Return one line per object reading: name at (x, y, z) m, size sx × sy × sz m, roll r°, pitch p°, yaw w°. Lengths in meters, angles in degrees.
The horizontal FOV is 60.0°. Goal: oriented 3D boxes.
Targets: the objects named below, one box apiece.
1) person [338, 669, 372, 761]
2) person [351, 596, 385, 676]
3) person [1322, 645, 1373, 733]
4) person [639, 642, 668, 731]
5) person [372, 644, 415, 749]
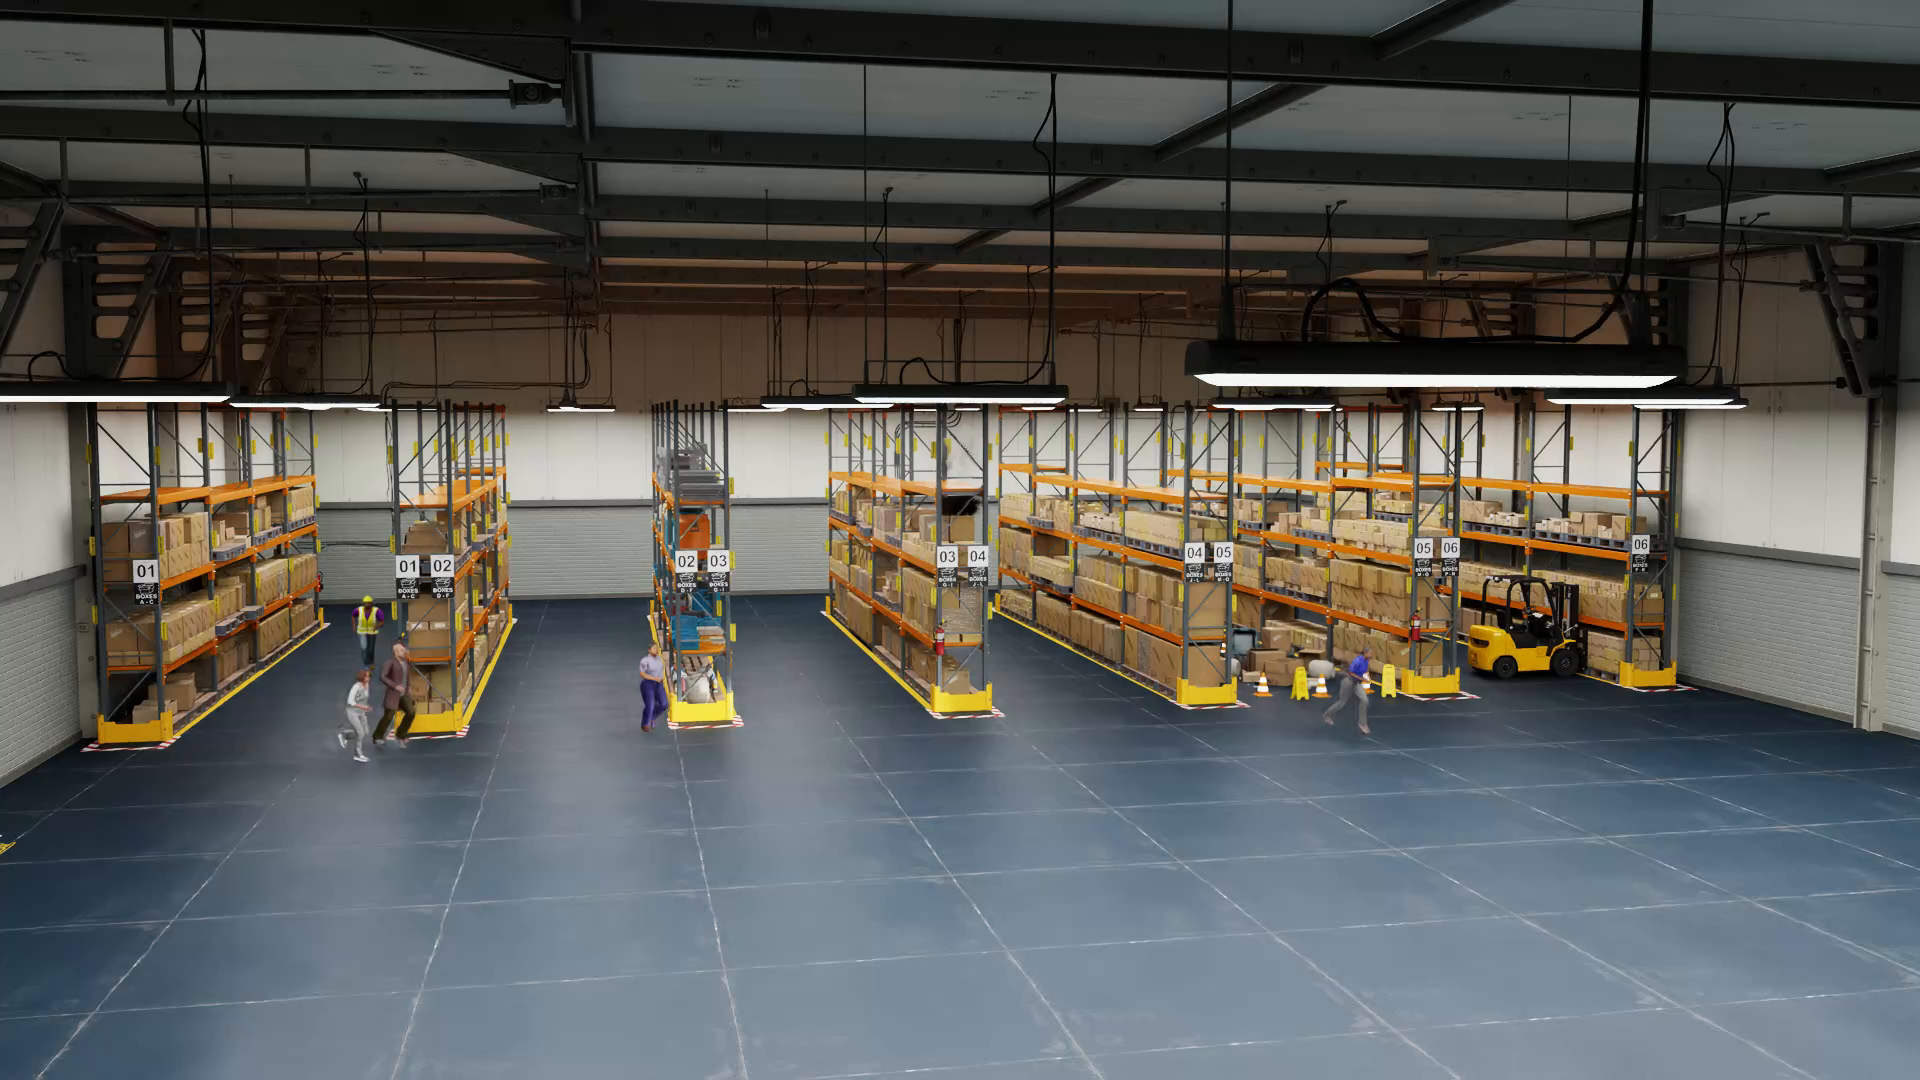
person at (-9.992, 2.896, 27.485) m, size 0.681 × 1.543 × 0.522 m, roll 1°, pitch 5°, yaw 17°
person at (-13.041, 2.087, 36.665) m, size 0.702 × 1.771 × 0.962 m, roll -2°, pitch 5°, yaw -19°
person at (7.063, 2.687, 30.249) m, size 0.965 × 1.616 × 0.618 m, roll 3°, pitch 5°, yaw 37°
person at (-5.508, 2.651, 30.070) m, size 0.590 × 1.607 × 0.634 m, roll 4°, pitch 6°, yaw 40°
person at (-9.731, 2.746, 28.736) m, size 0.730 × 1.701 × 0.770 m, roll 2°, pitch 5°, yaw 26°
